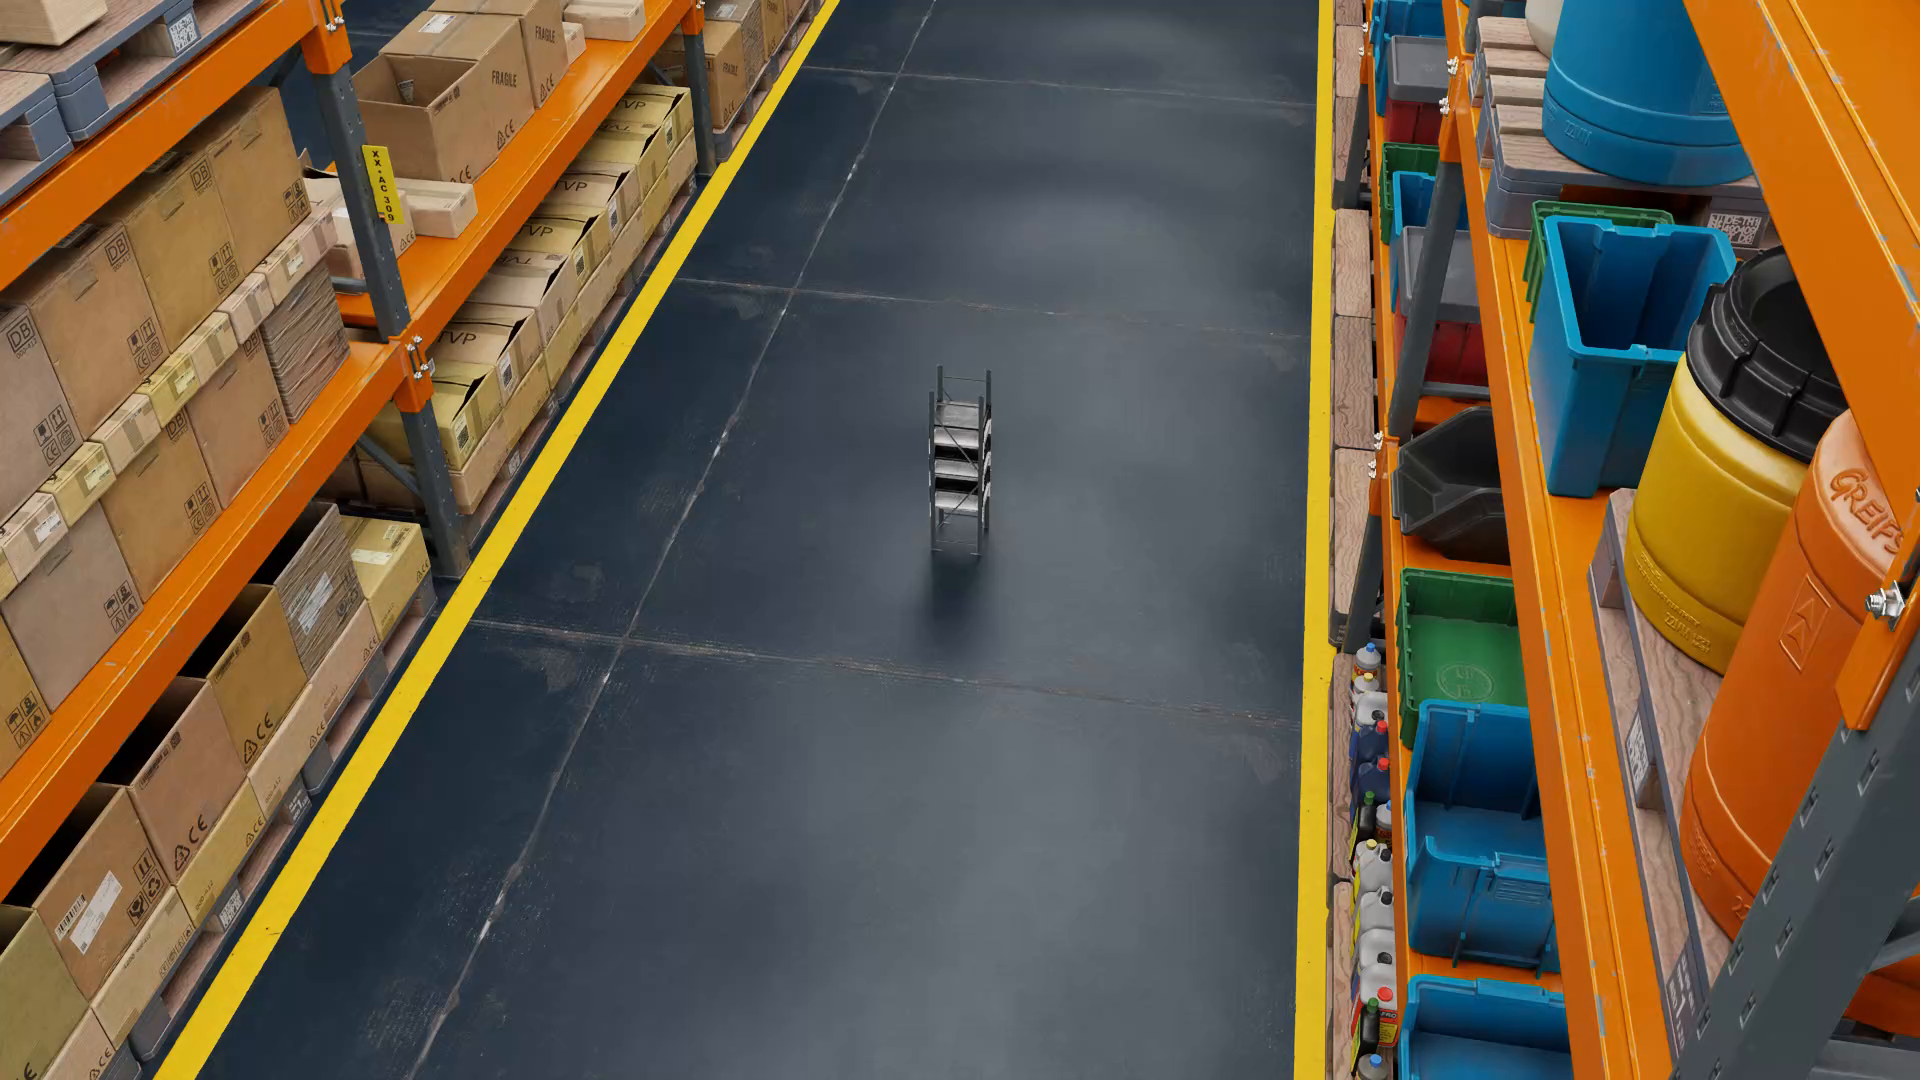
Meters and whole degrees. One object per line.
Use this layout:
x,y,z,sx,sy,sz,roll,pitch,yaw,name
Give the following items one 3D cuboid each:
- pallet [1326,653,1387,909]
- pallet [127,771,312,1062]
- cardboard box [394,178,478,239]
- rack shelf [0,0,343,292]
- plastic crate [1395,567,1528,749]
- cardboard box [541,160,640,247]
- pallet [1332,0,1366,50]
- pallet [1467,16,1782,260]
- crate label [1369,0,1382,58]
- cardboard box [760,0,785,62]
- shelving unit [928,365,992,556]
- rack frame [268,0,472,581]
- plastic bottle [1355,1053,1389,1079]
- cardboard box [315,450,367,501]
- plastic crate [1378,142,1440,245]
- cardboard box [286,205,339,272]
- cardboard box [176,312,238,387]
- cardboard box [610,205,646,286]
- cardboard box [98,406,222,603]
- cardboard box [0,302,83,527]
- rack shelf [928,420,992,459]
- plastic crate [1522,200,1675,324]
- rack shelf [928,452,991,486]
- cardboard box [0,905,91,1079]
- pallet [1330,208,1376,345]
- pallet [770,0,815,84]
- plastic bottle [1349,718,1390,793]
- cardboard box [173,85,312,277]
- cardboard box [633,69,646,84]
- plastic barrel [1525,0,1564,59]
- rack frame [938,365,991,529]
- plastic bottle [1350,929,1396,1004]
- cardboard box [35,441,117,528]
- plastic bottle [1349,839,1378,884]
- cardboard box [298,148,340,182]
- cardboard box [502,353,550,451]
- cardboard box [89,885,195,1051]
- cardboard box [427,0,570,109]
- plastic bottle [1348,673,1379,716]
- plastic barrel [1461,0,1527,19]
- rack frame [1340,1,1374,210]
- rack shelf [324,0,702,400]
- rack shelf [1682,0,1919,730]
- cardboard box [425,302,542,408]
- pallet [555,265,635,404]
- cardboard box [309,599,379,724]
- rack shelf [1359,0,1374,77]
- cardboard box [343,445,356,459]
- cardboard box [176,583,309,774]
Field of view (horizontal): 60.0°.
1.954,0.979,6.498,1.003,0.211,1.213,6,40,8,pallet
-3.154,1.276,6.138,1.003,0.211,1.213,6,40,8,pallet
-2.412,-1.498,7.502,0.380,0.149,0.250,6,40,8,cardboard box
-3.113,-0.685,4.532,1.077,0.370,4.000,6,40,8,rack shelf
1.599,0.390,5.188,0.450,0.188,0.662,6,40,8,plastic crate
-2.096,-1.891,9.168,0.500,0.311,0.500,6,40,7,cardboard box
3.321,-3.979,12.494,1.003,0.211,1.213,6,40,8,pallet
2.083,-1.133,4.657,1.213,0.211,1.003,6,40,8,pallet
2.362,-2.736,8.933,0.303,0.233,0.416,6,40,8,crate label
-1.537,-3.676,11.555,0.500,0.500,0.500,6,40,7,cardboard box
0.001,-0.352,7.566,0.258,0.900,0.210,6,40,8,shelving unit
-2.766,-1.061,6.777,1.000,3.000,0.127,6,40,8,rack frame
1.305,1.705,5.281,0.097,0.201,0.097,0,40,0,plastic bottle
-2.980,-0.456,7.872,0.500,0.250,0.500,6,40,7,cardboard box
2.135,-1.555,7.540,0.450,0.188,0.662,6,40,8,plastic crate
-2.603,-1.156,6.303,0.380,0.149,0.250,6,40,8,cardboard box
-2.735,-0.671,5.717,0.380,0.149,0.250,6,40,8,cardboard box
-2.101,-1.678,9.350,0.500,0.250,0.500,7,40,9,cardboard box
-3.013,-0.175,5.626,0.700,0.500,0.500,7,40,8,cardboard box
-3.098,-0.376,4.851,0.700,0.500,0.500,6,40,8,cardboard box
0.001,-0.465,7.473,0.258,0.077,0.200,6,40,8,rack shelf
1.570,-0.627,4.064,0.336,0.188,0.450,6,40,8,plastic crate
0.001,-0.326,7.588,0.258,0.077,0.200,6,40,8,rack shelf
-3.062,1.432,5.001,0.500,0.500,0.500,6,40,8,cardboard box
2.631,-1.467,9.455,1.003,0.211,1.213,6,40,8,pallet
-1.694,-3.725,12.187,1.003,0.211,1.213,6,40,8,pallet
1.563,0.799,6.260,0.144,0.351,0.185,7,40,9,plastic bottle
-2.837,-1.321,5.994,0.700,0.500,0.500,7,40,8,cardboard box
-2.144,-3.391,11.211,0.500,0.500,0.500,8,40,9,cardboard box
1.844,-1.625,4.687,0.421,0.512,0.421,0,40,0,plastic barrel
0.019,-0.416,7.643,0.240,0.900,0.006,6,40,8,rack frame
1.400,1.434,5.550,0.152,0.276,0.135,5,40,6,plastic bottle
-2.867,-0.192,5.137,0.380,0.149,0.250,8,40,9,cardboard box
1.458,1.150,5.952,0.097,0.201,0.097,0,40,0,plastic bottle
-2.795,-1.582,7.511,0.396,0.266,0.258,5,40,7,cardboard box
-2.363,-0.710,8.180,0.500,0.250,0.500,7,40,9,cardboard box
-2.977,1.407,5.620,0.500,0.250,0.500,6,40,8,cardboard box
-2.349,-2.556,8.505,0.500,0.500,0.500,4,40,5,cardboard box
1.607,0.611,6.604,0.097,0.201,0.097,0,40,0,plastic bottle
1.986,-2.205,5.413,0.600,0.901,0.708,6,40,8,plastic barrel
2.804,-3.023,9.150,1.000,3.000,0.127,6,40,8,rack frame
-2.420,-2.039,8.524,1.077,0.370,4.000,6,40,8,rack shelf
1.765,-1.138,3.040,1.077,0.370,4.000,6,40,8,rack shelf
-2.358,-0.925,8.000,0.500,0.311,0.500,6,40,7,cardboard box
-2.469,-1.221,9.158,1.003,0.211,1.213,6,40,8,pallet
-2.728,0.464,6.760,0.500,0.250,0.500,6,40,8,cardboard box
3.150,-4.001,10.897,1.077,0.370,4.000,6,40,8,rack shelf
-2.979,-0.666,7.686,0.500,0.311,0.500,6,40,8,cardboard box
-2.812,0.489,6.141,0.500,0.500,0.500,6,40,8,cardboard box
